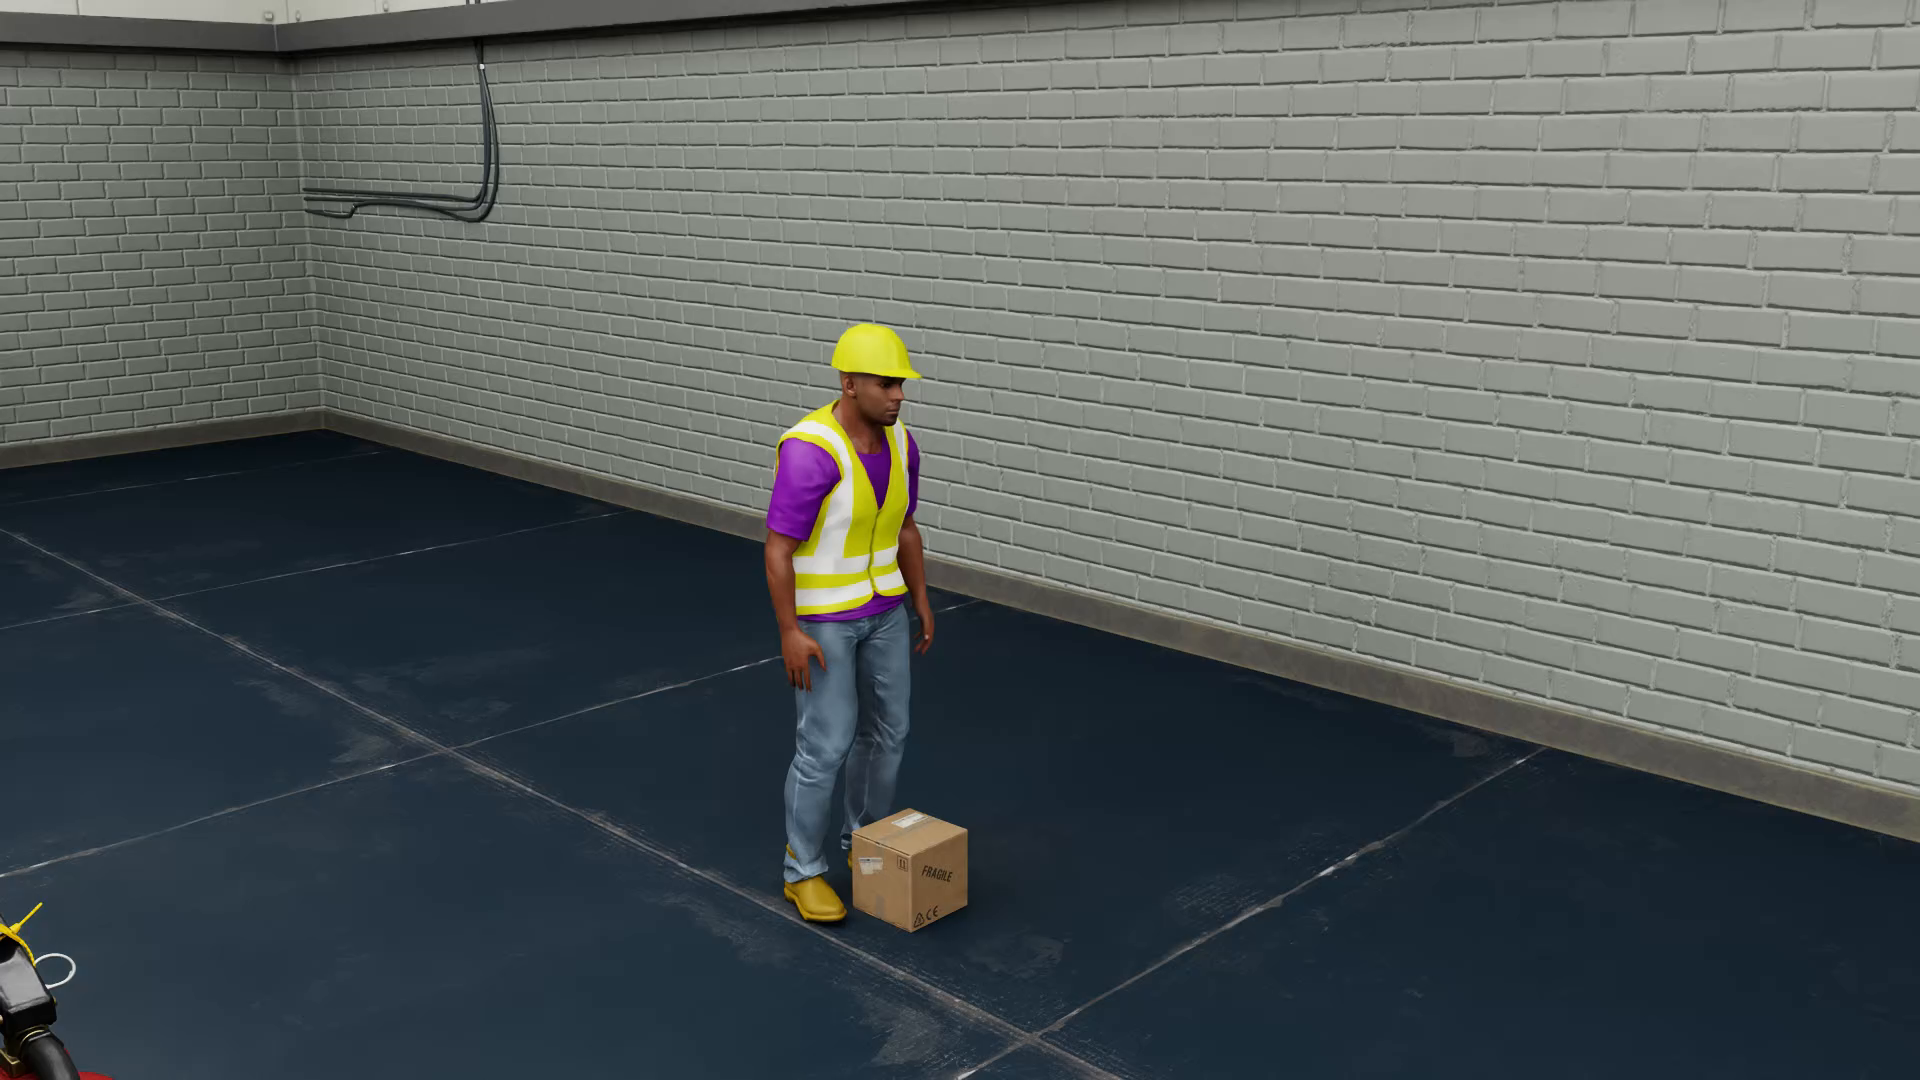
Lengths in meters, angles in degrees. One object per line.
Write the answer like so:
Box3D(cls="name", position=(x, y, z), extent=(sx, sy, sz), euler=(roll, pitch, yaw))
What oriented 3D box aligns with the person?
Box3D(cls="person", position=(-0.315, 0.227, 5.019), extent=(0.452, 1.761, 0.635), euler=(12, 18, 39))
